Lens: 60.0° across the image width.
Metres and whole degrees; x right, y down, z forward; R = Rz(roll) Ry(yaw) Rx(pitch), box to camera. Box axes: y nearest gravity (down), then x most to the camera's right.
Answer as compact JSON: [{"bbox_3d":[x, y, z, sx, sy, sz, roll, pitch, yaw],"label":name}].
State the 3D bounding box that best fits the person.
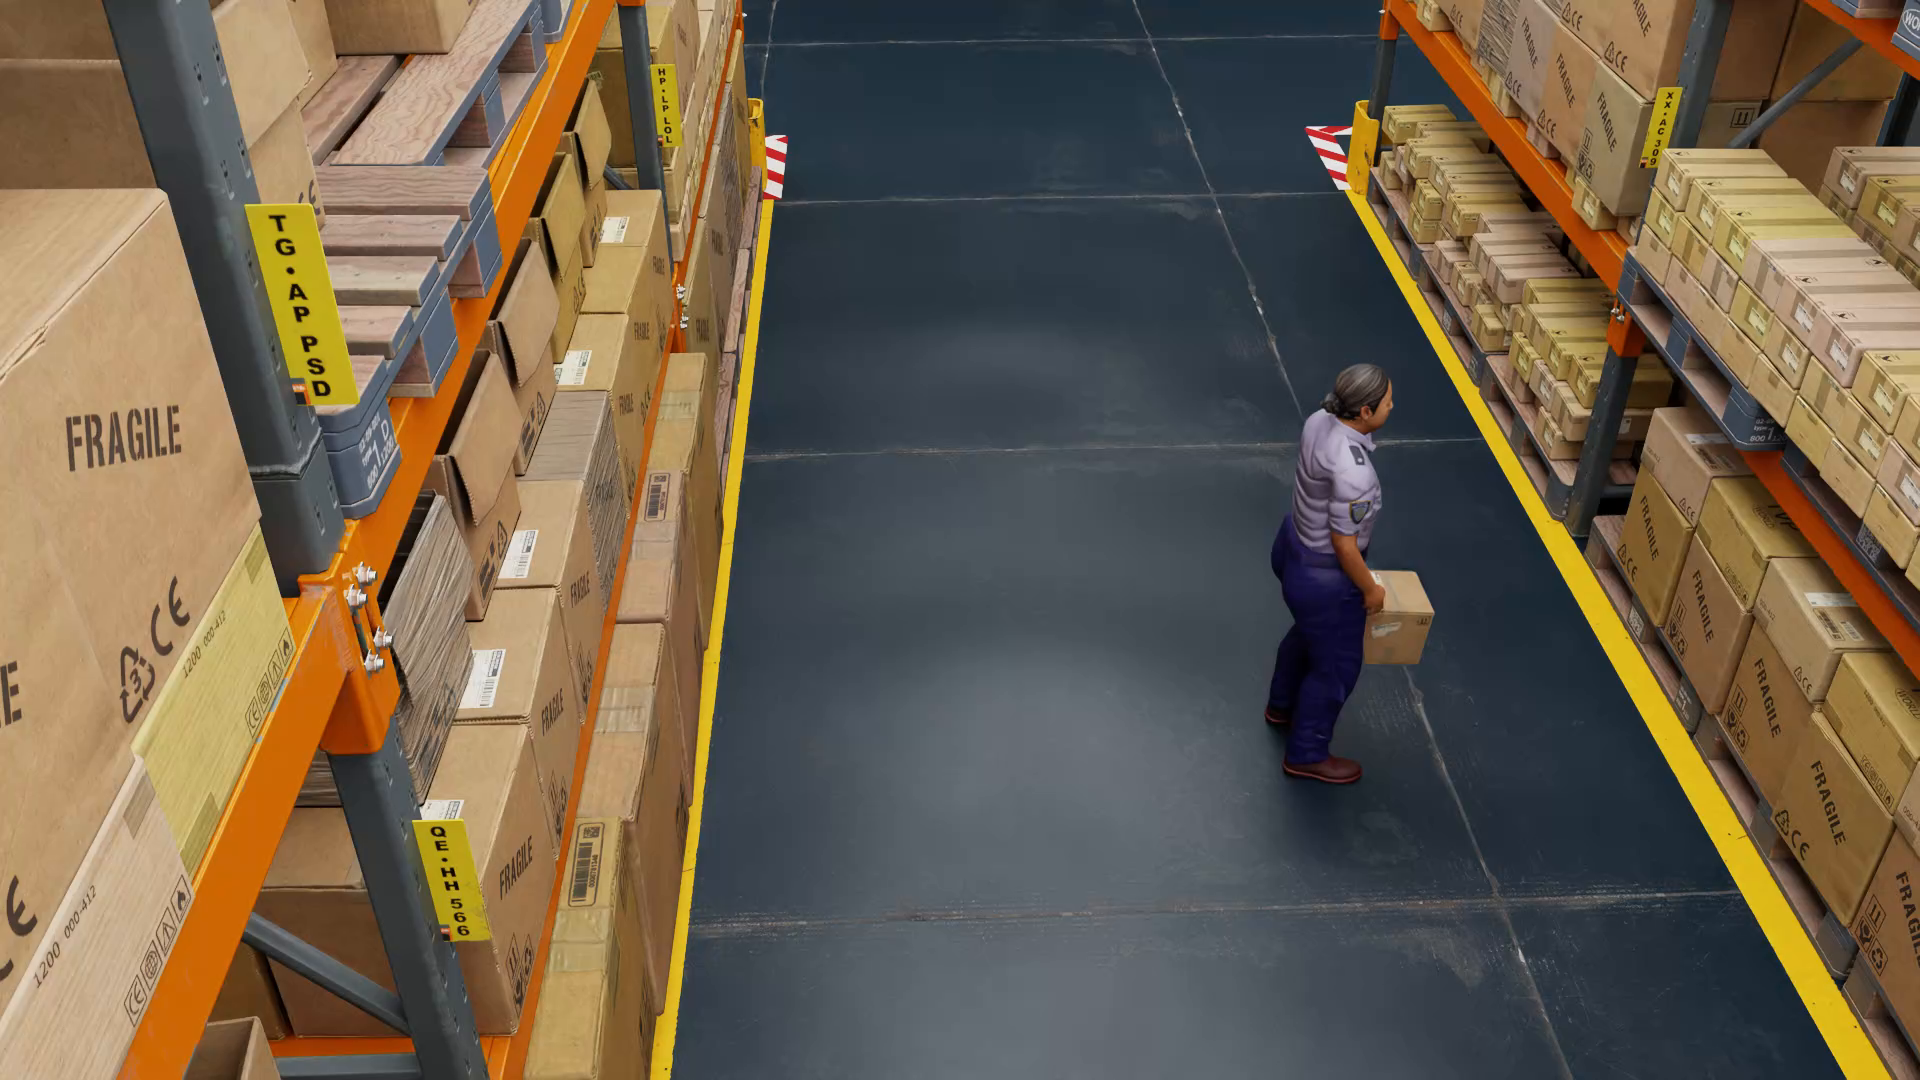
[{"bbox_3d":[1.329,0.106,6.000,0.370,1.656,0.522,-2,36,-3],"label":"person"}]
